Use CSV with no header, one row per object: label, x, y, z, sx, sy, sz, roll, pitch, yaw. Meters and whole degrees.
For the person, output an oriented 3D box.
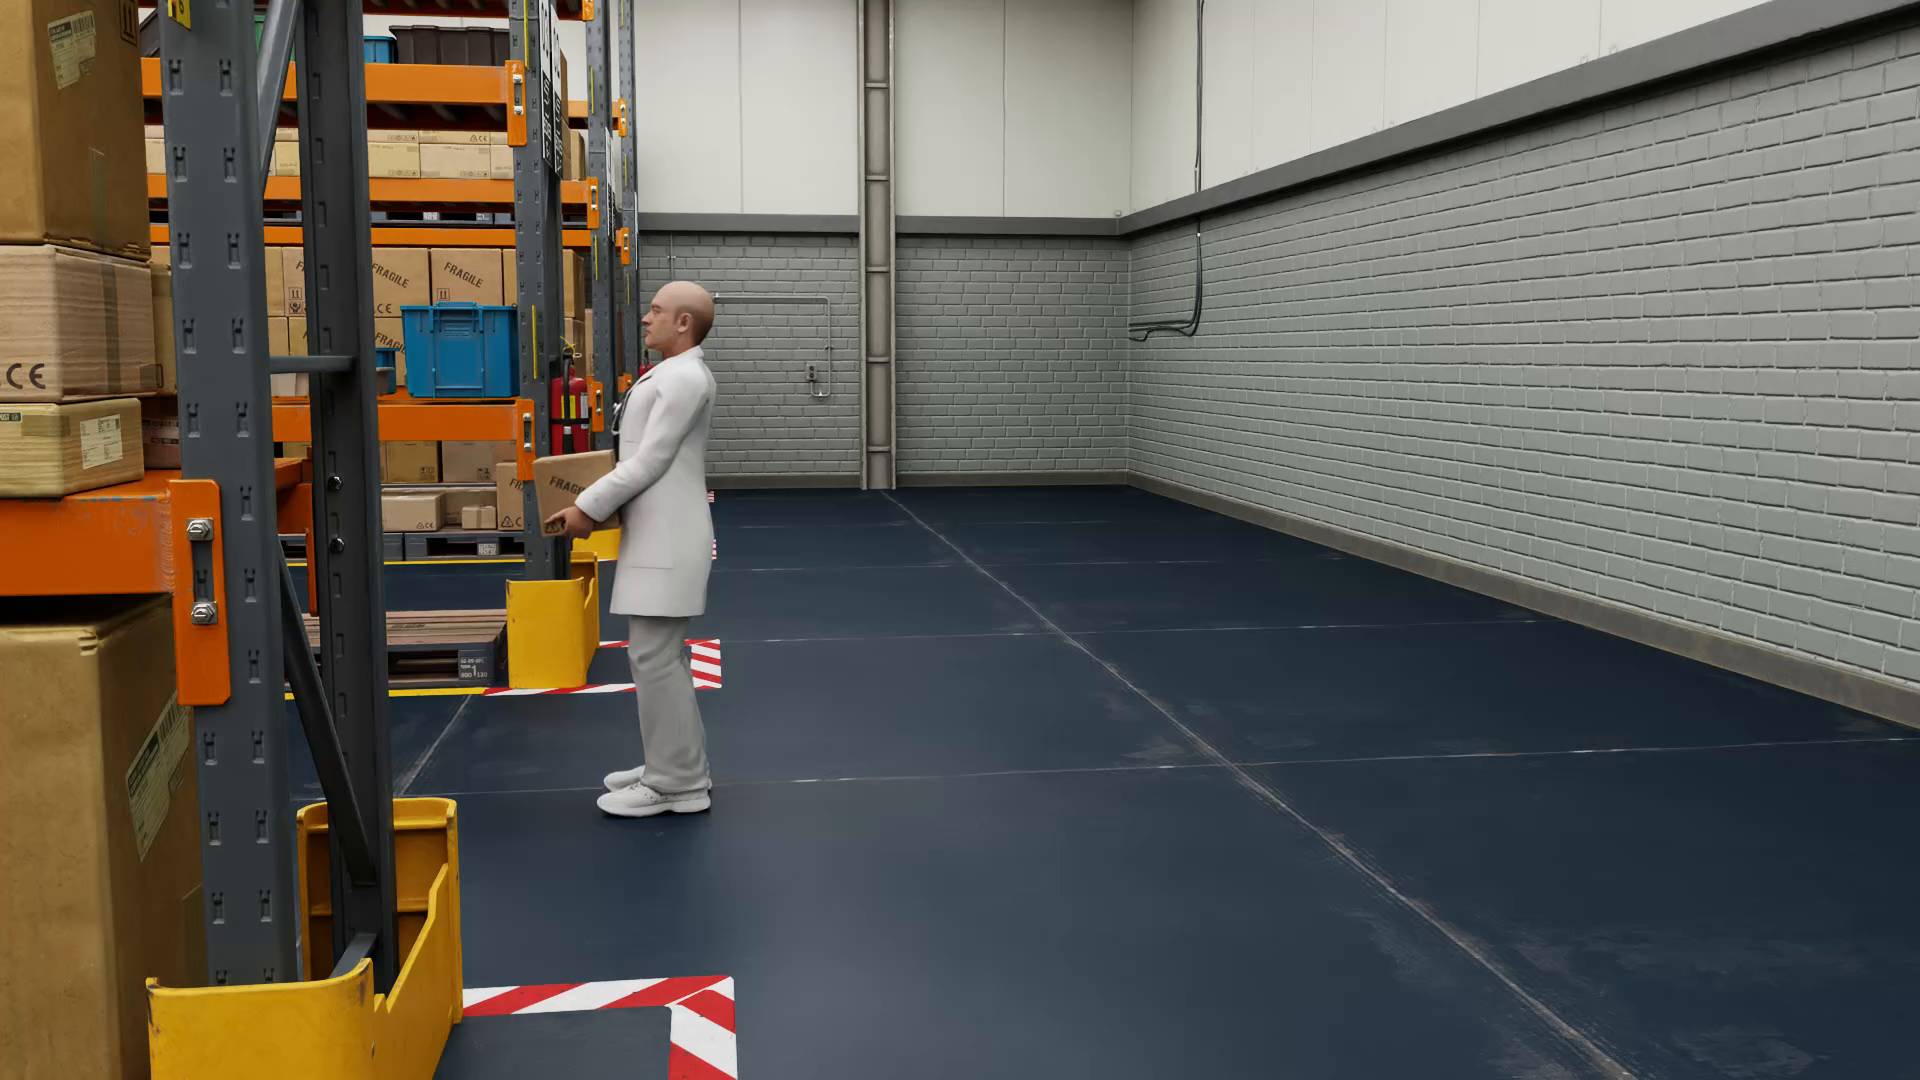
person,-1.094,0.023,5.592,0.563,1.769,0.530,-1,6,-9
